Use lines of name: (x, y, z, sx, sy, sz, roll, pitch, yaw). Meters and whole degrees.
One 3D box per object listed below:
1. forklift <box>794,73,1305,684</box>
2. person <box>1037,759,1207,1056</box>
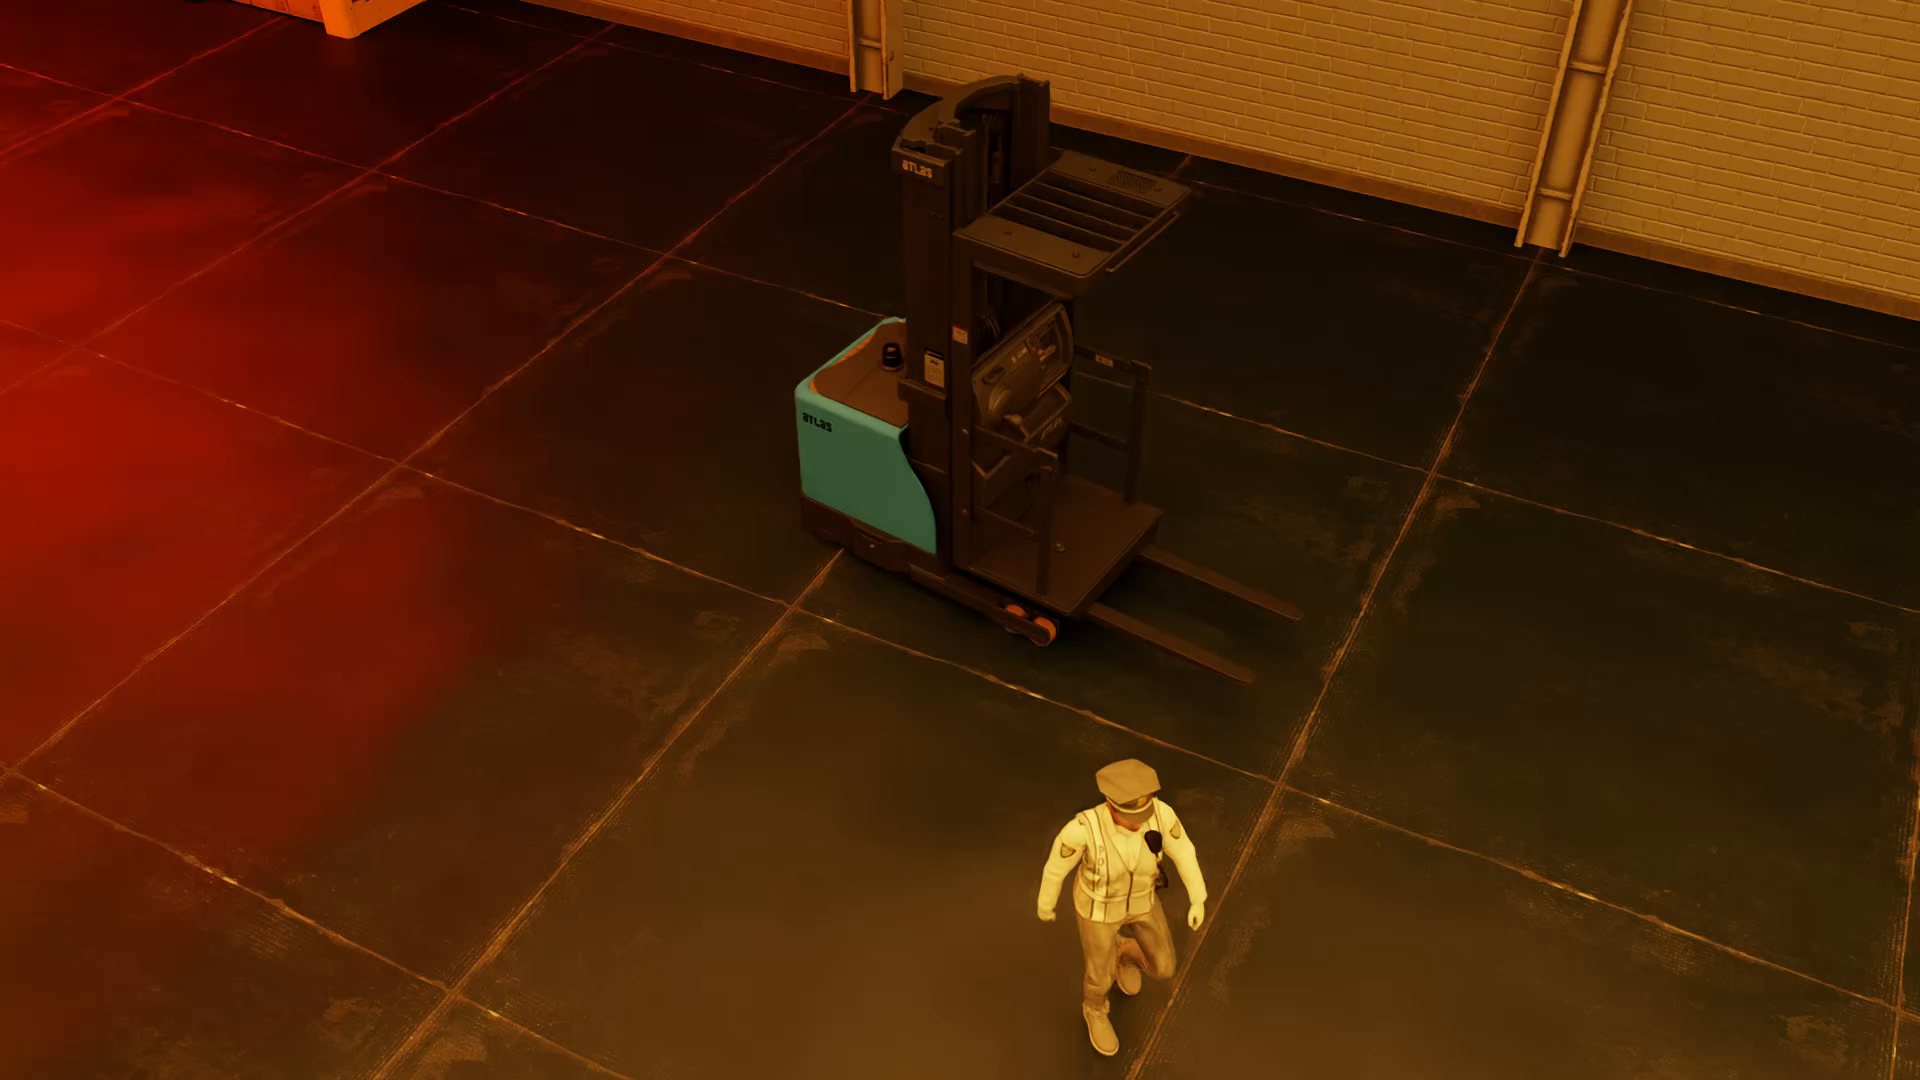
forklift: (0.520, -0.904, 9.060, 3.031, 2.935, 1.130, 24, 46, 26)
person: (0.679, 1.551, 7.145, 0.673, 1.650, 0.459, -13, 42, -15)
